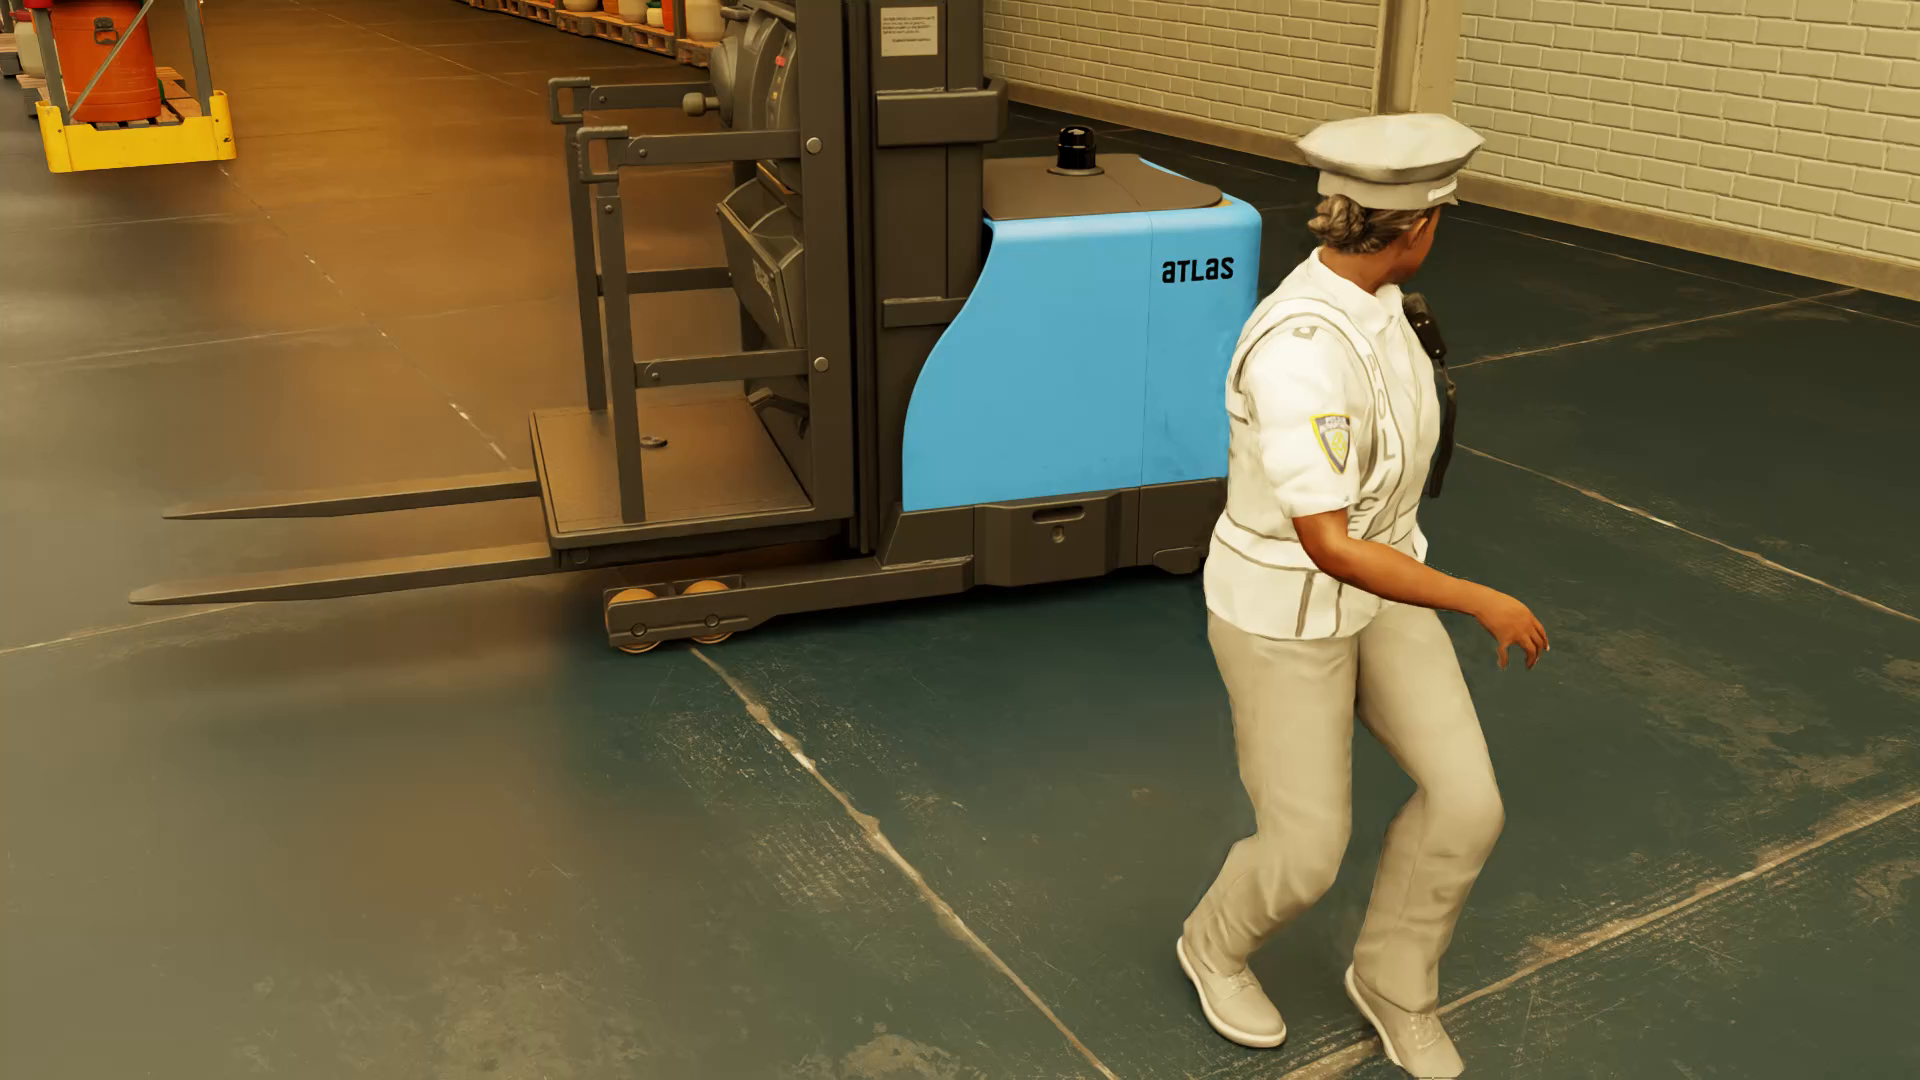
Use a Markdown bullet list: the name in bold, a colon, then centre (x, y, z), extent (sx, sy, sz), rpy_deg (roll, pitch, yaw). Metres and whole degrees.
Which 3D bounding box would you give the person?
- **person**: centre (0.601, 0.148, 2.752), extent (0.542, 1.662, 0.744), rpy_deg (-19, 29, -38)

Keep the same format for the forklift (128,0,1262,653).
- **forklift**: centre (-0.732, -1.281, 4.394), extent (3.031, 2.935, 1.130), rpy_deg (-6, 23, -15)
